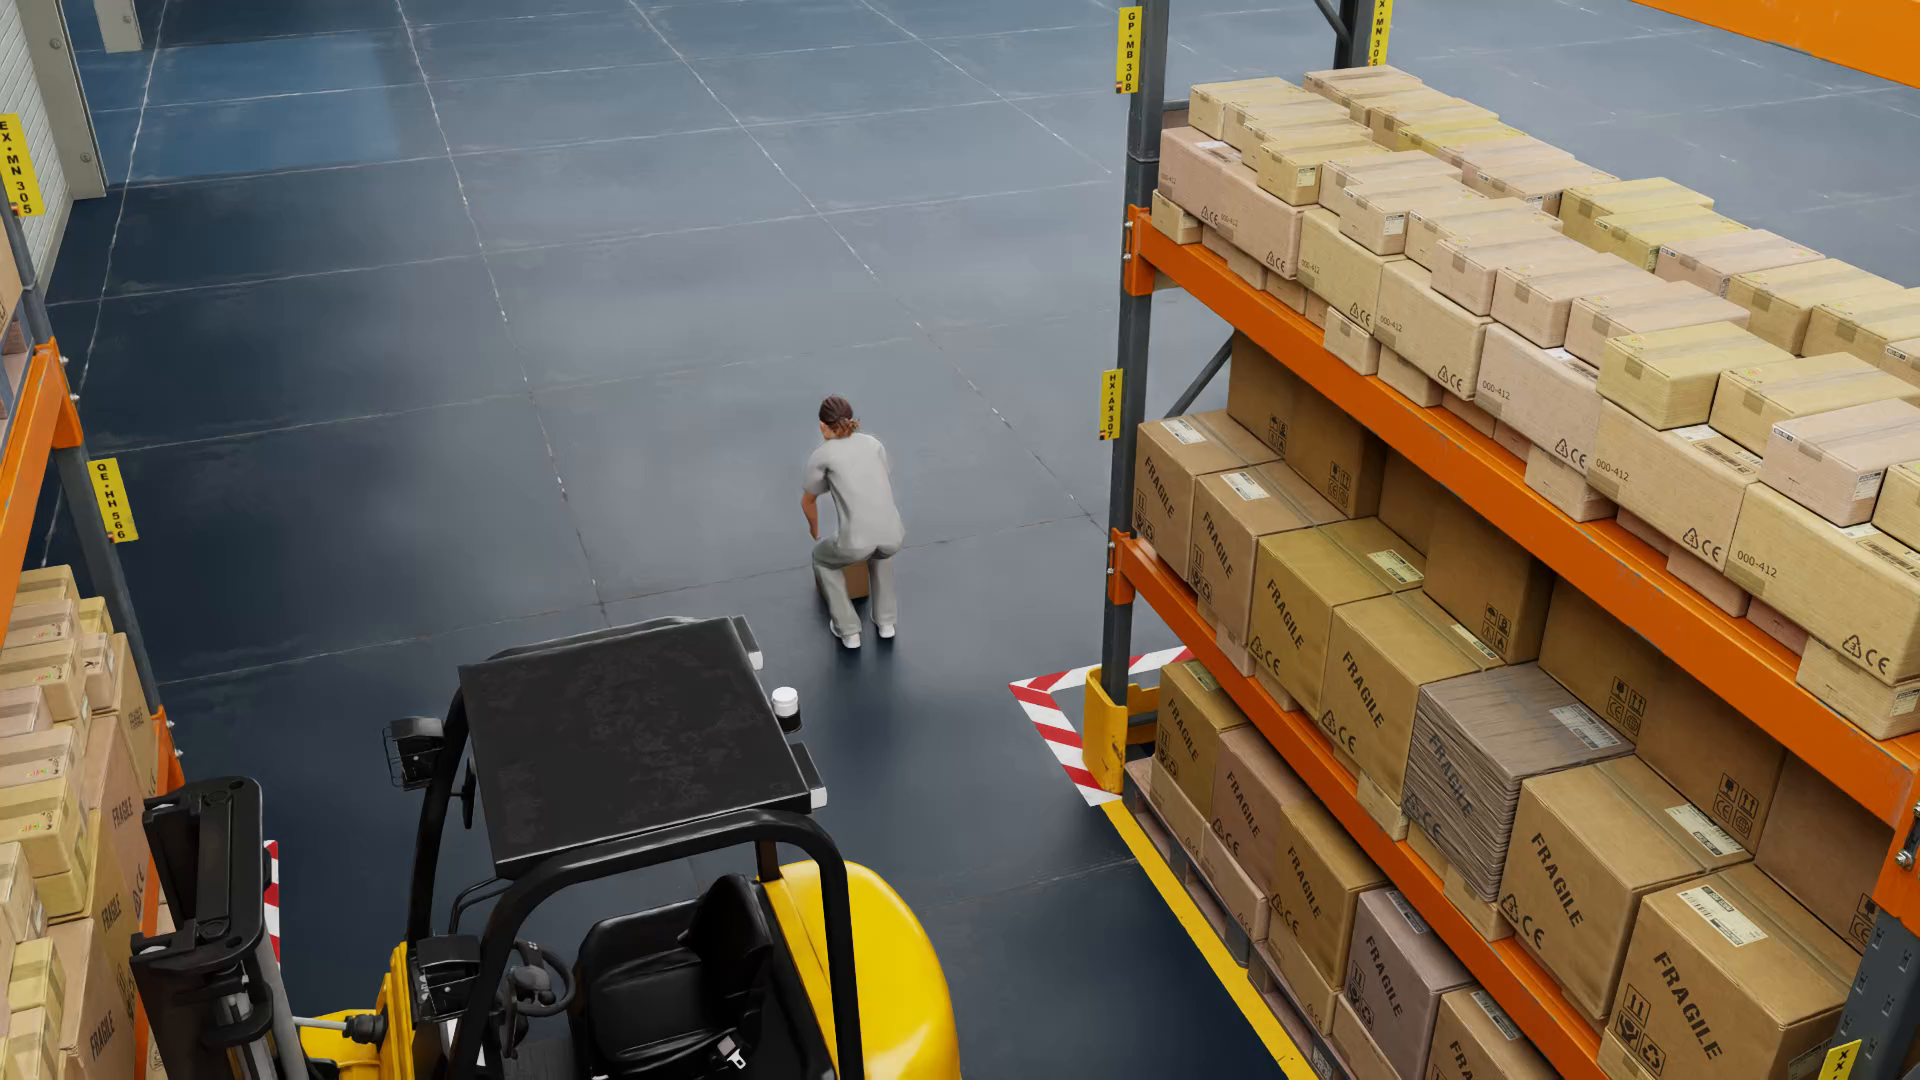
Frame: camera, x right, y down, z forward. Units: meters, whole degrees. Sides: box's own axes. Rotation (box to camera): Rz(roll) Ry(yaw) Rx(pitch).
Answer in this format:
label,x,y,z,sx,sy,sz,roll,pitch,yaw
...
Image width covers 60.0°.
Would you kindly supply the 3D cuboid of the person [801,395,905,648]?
label,x,y,z,sx,sy,sz,roll,pitch,yaw
person,-0.575,-0.077,8.851,0.490,1.304,0.682,-10,32,-17
